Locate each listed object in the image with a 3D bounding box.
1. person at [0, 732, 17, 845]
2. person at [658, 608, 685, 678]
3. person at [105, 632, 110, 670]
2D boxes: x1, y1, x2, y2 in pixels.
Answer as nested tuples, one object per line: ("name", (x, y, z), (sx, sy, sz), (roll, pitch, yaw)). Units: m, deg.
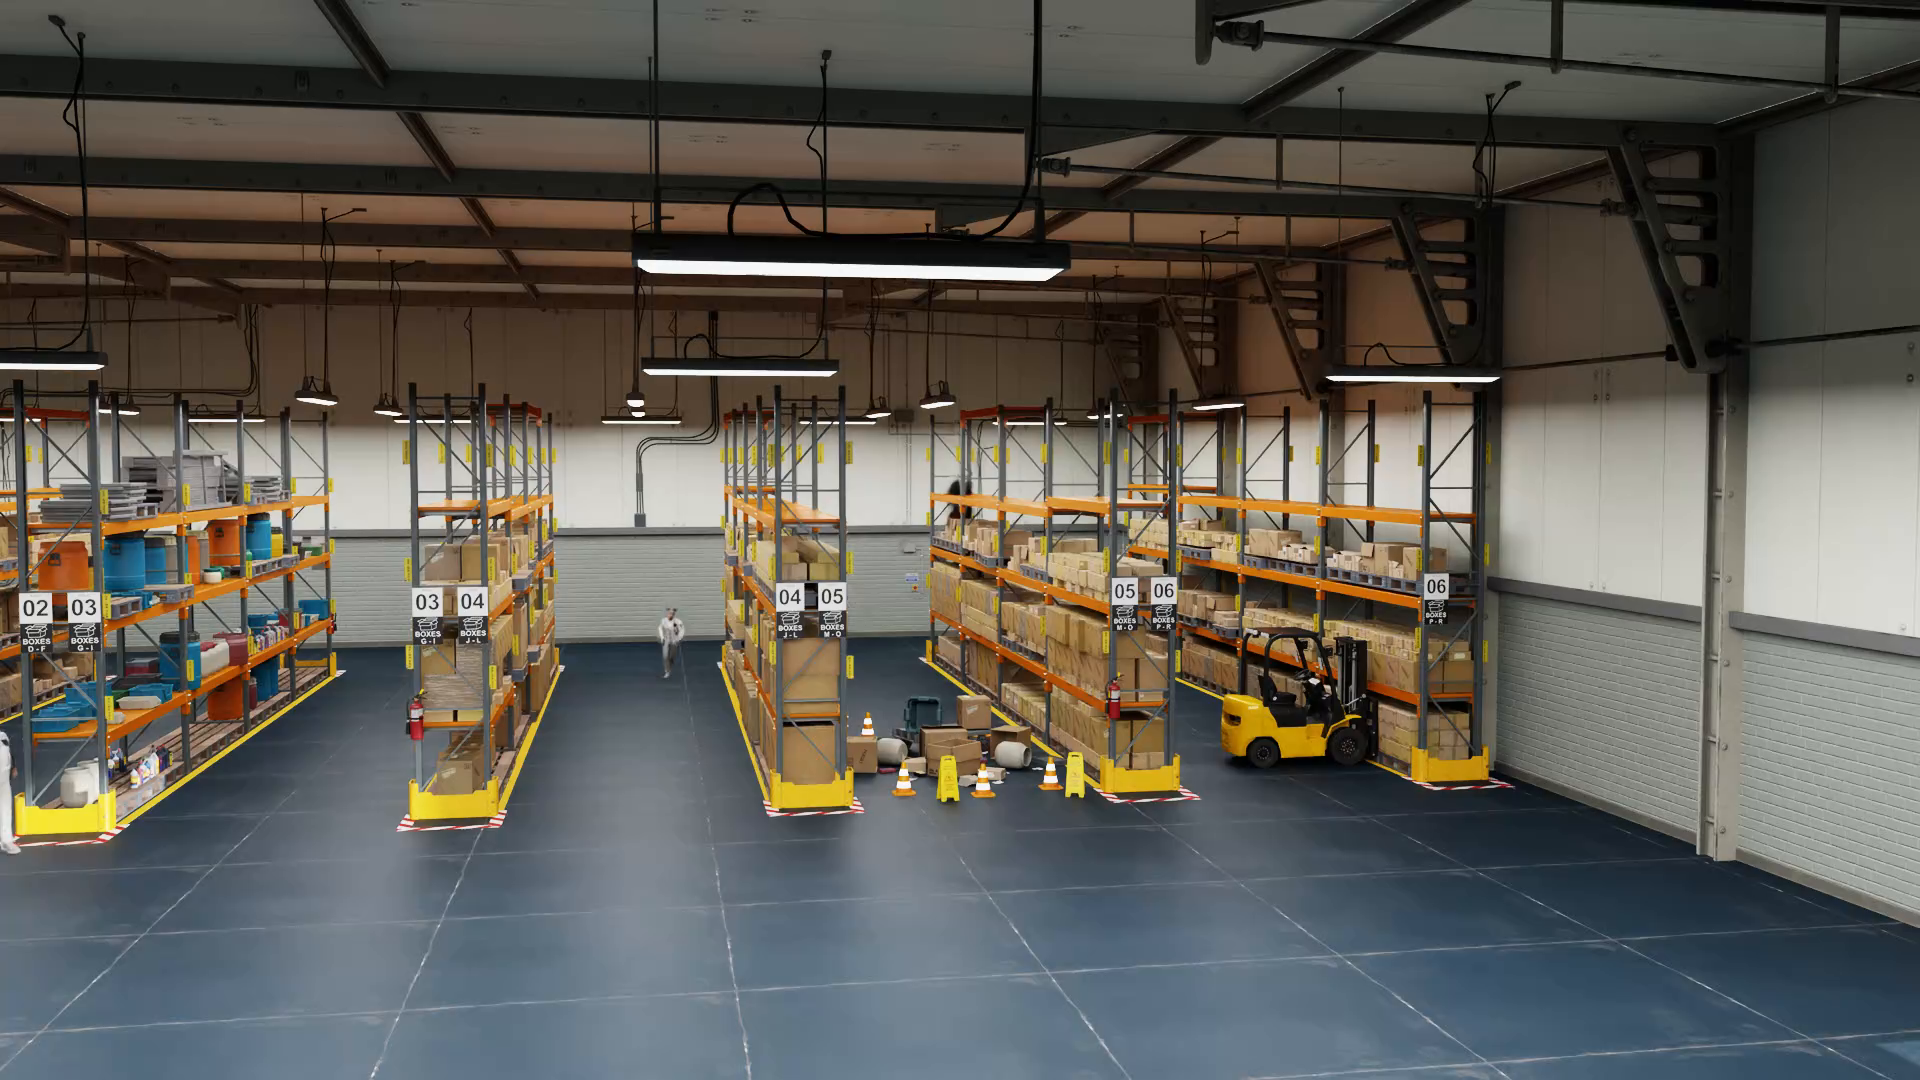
("person", (-12.216, 2.990, 20.913), (0.737, 1.682, 0.680), (2, 3, 34))
("person", (-6.539, 2.310, 37.788), (0.607, 1.619, 0.821), (0, 3, -1))
("person", (-19.726, 2.215, 37.920), (0.605, 1.632, 0.528), (0, 3, 0))
